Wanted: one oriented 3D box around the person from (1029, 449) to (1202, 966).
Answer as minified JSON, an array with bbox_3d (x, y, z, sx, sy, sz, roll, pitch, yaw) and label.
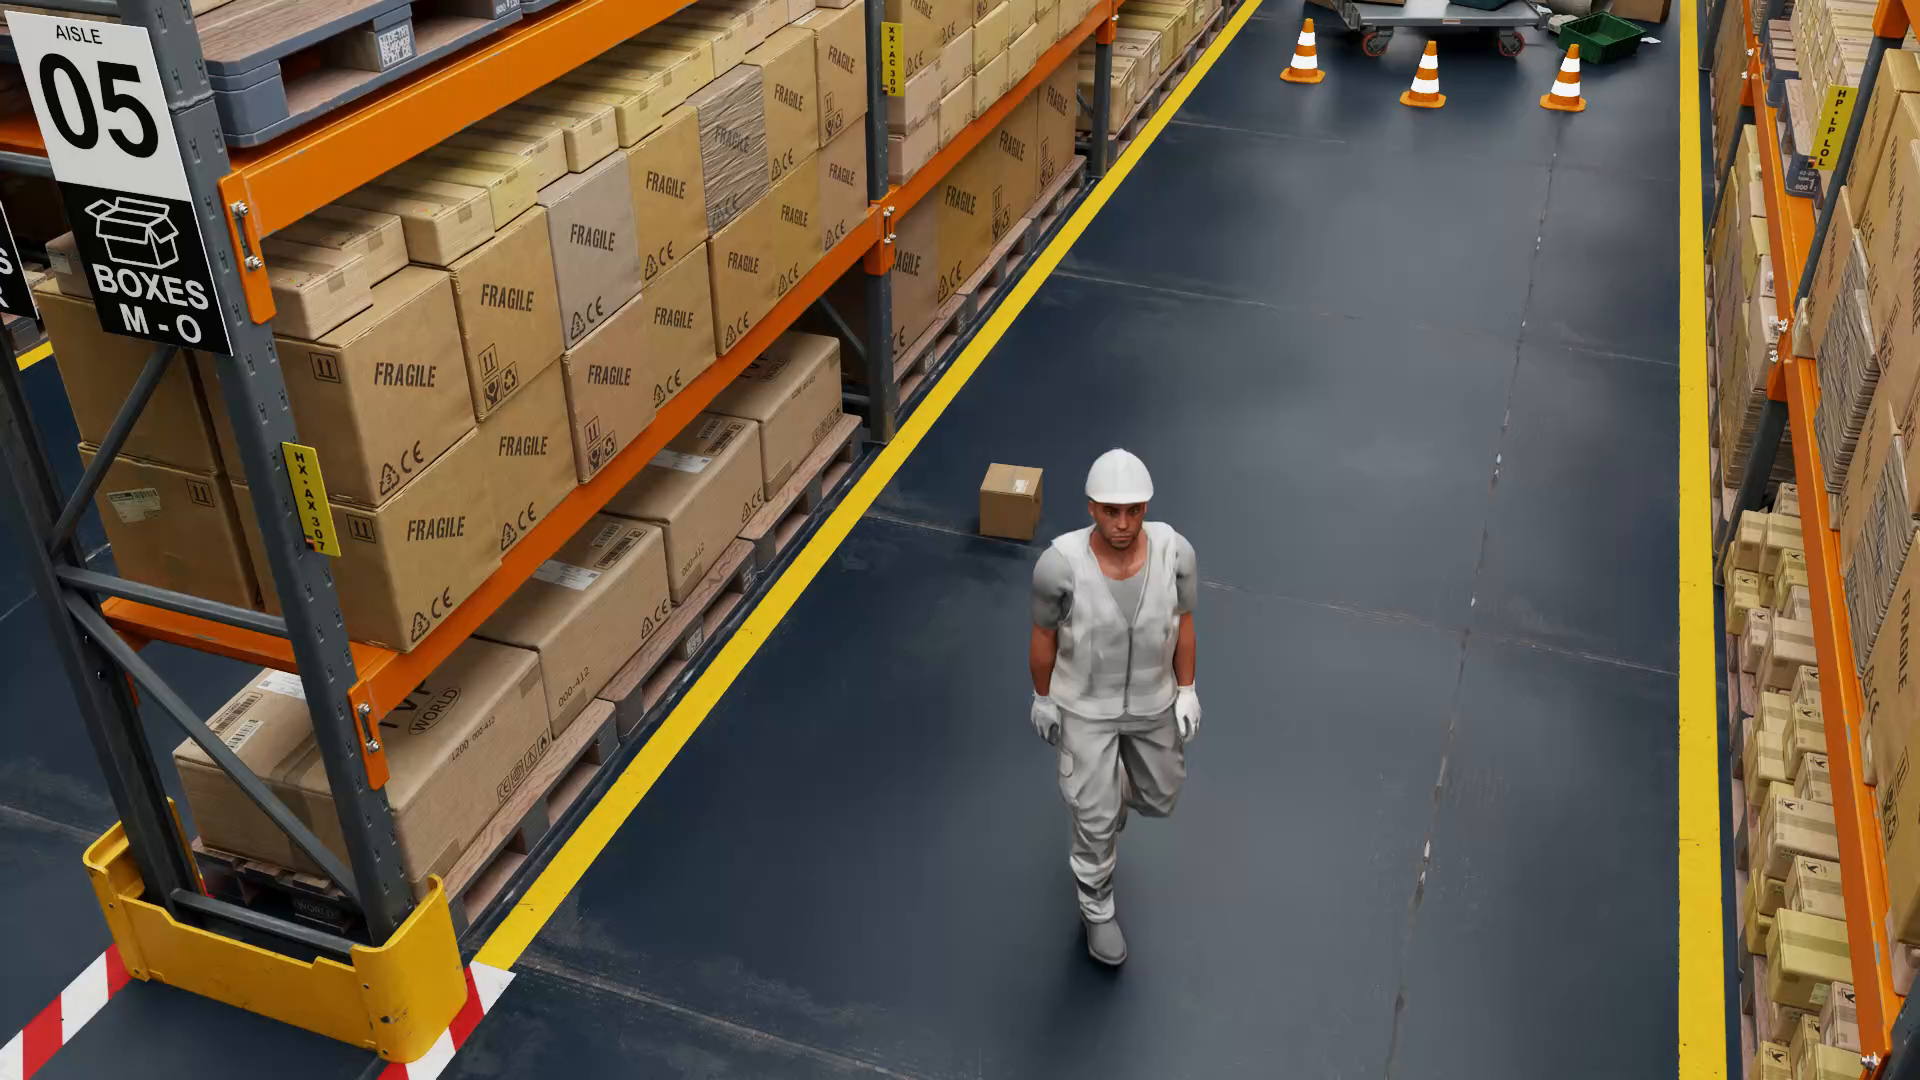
[{"bbox_3d":[0.490,0.485,5.333,0.549,1.770,0.754,-7,34,-11],"label":"person"}]
